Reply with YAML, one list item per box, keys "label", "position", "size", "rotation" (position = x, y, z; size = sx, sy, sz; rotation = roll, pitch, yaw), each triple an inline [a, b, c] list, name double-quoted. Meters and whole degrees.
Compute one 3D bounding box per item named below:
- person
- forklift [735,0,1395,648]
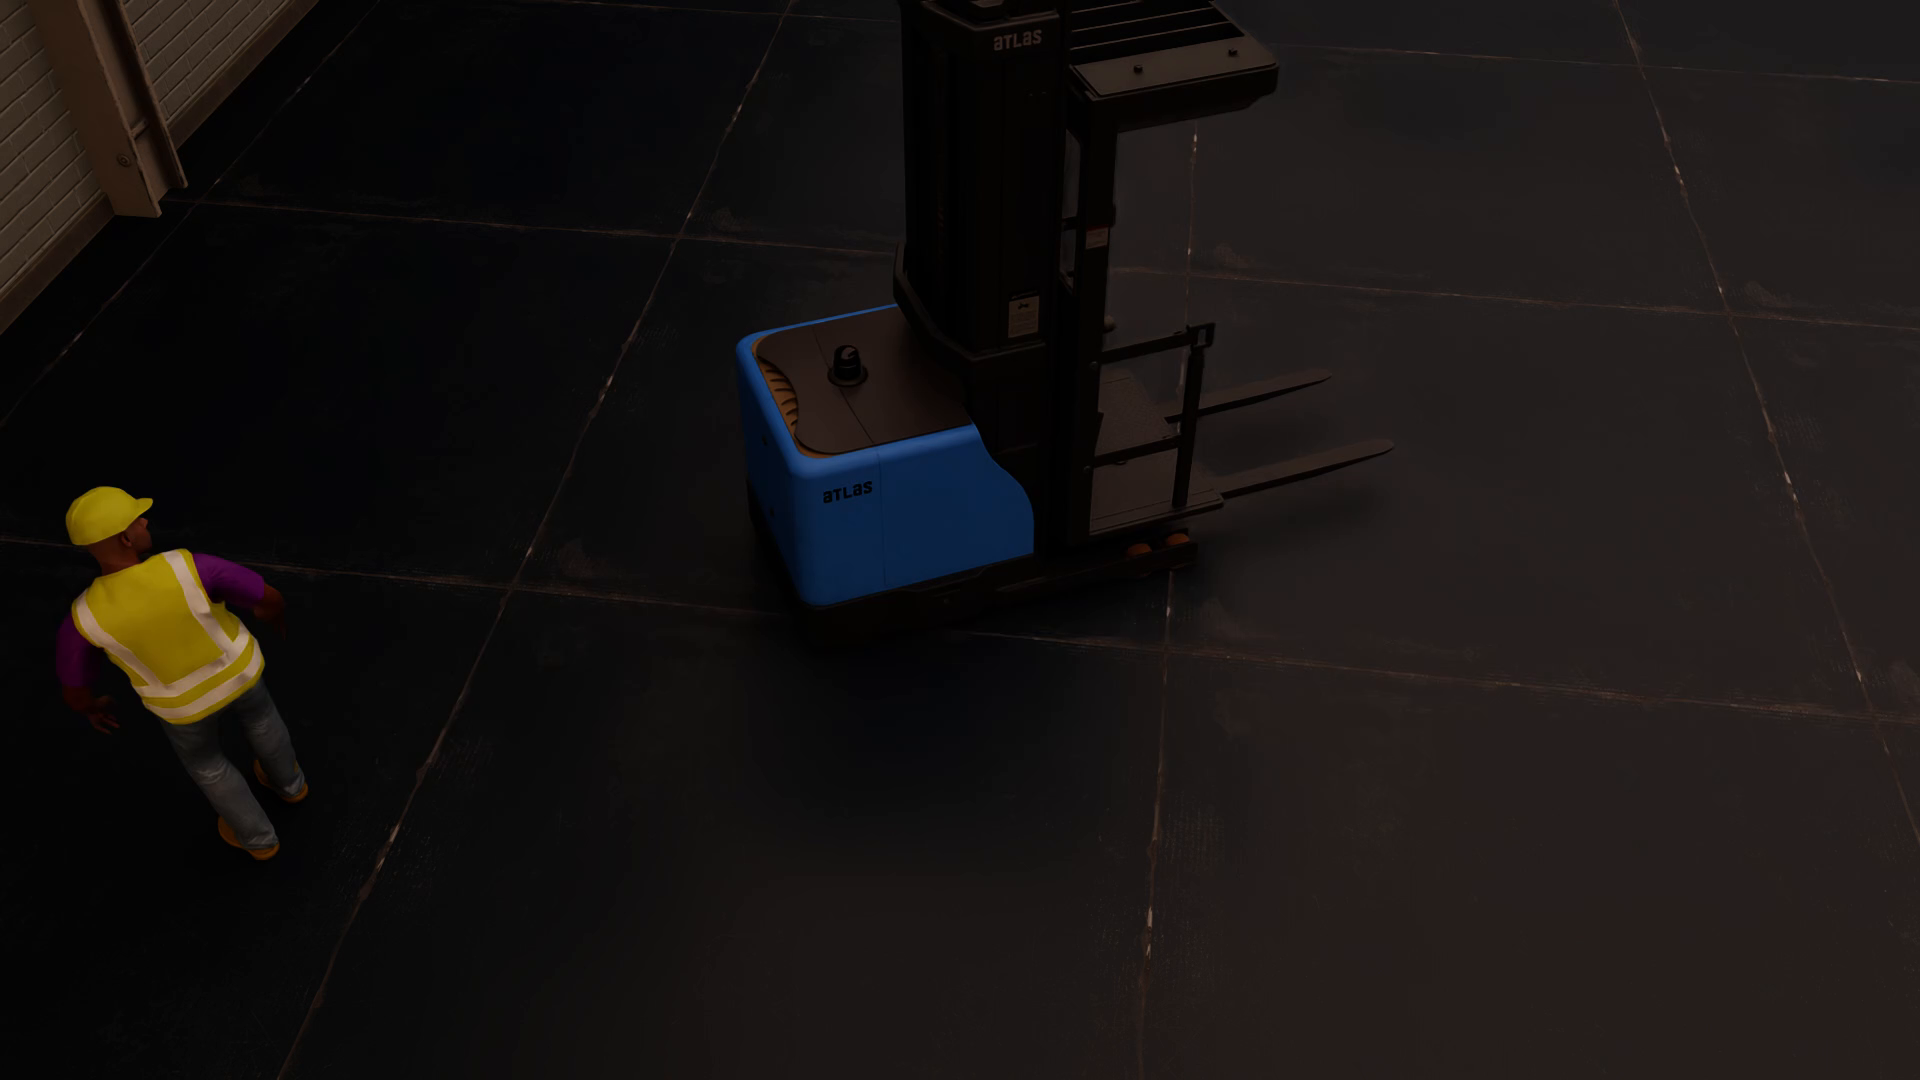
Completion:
- label: "person"
  position: [-2.834, 0.484, 6.080]
  size: [0.785, 1.739, 0.519]
  rotation: [-31, 51, -29]
- label: "forklift"
  position: [0.572, -1.223, 7.055]
  size: [3.031, 2.935, 1.130]
  rotation: [-14, 44, -15]
